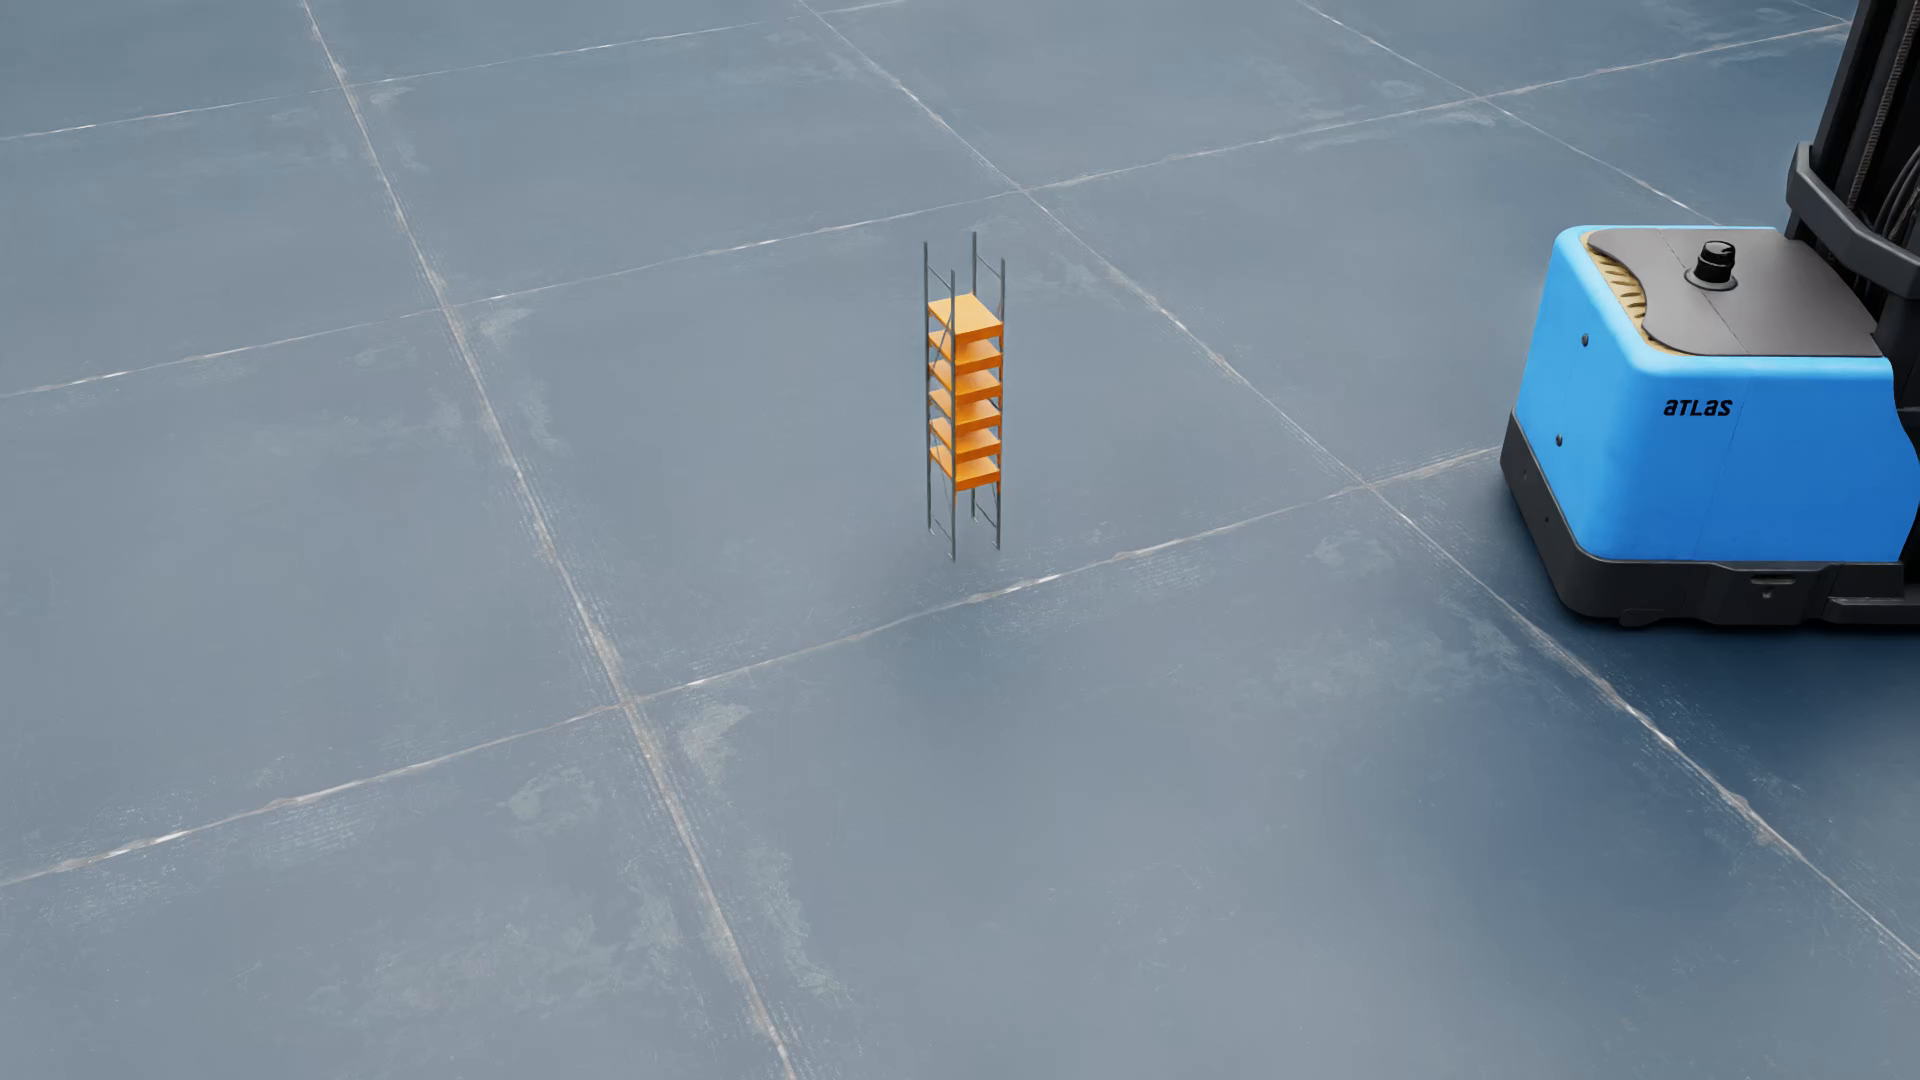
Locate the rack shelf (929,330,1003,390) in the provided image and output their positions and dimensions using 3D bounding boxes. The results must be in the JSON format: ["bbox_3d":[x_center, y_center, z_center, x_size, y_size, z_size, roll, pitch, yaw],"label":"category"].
[{"bbox_3d":[0.013,-0.643,5.781,0.180,0.103,0.258,-16,39,-20],"label":"rack shelf"}]

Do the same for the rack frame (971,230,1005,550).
[{"bbox_3d":[0.096,-0.509,5.929,0.006,1.200,0.240,-16,39,-20],"label":"rack frame"}]

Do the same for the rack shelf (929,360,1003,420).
[{"bbox_3d":[0.013,-0.546,5.852,0.180,0.103,0.258,-16,39,-20],"label":"rack shelf"}]

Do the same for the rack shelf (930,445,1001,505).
[{"bbox_3d":[0.013,-0.257,6.067,0.180,0.103,0.258,-16,39,-20],"label":"rack shelf"}]

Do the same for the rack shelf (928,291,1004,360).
[{"bbox_3d":[0.013,-0.739,5.710,0.180,0.103,0.258,-16,39,-20],"label":"rack shelf"}]

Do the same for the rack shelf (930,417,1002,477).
[{"bbox_3d":[0.013,-0.354,5.995,0.180,0.103,0.258,-16,39,-20],"label":"rack shelf"}]

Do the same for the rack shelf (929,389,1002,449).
[{"bbox_3d":[0.013,-0.450,5.924,0.180,0.103,0.258,-16,39,-20],"label":"rack shelf"}]

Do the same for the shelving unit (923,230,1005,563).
[{"bbox_3d":[0.013,-0.486,5.898,0.189,1.200,0.258,-16,39,-20],"label":"shelving unit"}]

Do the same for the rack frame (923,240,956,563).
[{"bbox_3d":[-0.070,-0.462,5.866,0.006,1.200,0.240,-16,39,-20],"label":"rack frame"}]

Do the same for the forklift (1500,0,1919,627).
[{"bbox_3d":[3.630,-1.154,5.346,3.031,2.935,1.130,0,37,0],"label":"forklift"}]
